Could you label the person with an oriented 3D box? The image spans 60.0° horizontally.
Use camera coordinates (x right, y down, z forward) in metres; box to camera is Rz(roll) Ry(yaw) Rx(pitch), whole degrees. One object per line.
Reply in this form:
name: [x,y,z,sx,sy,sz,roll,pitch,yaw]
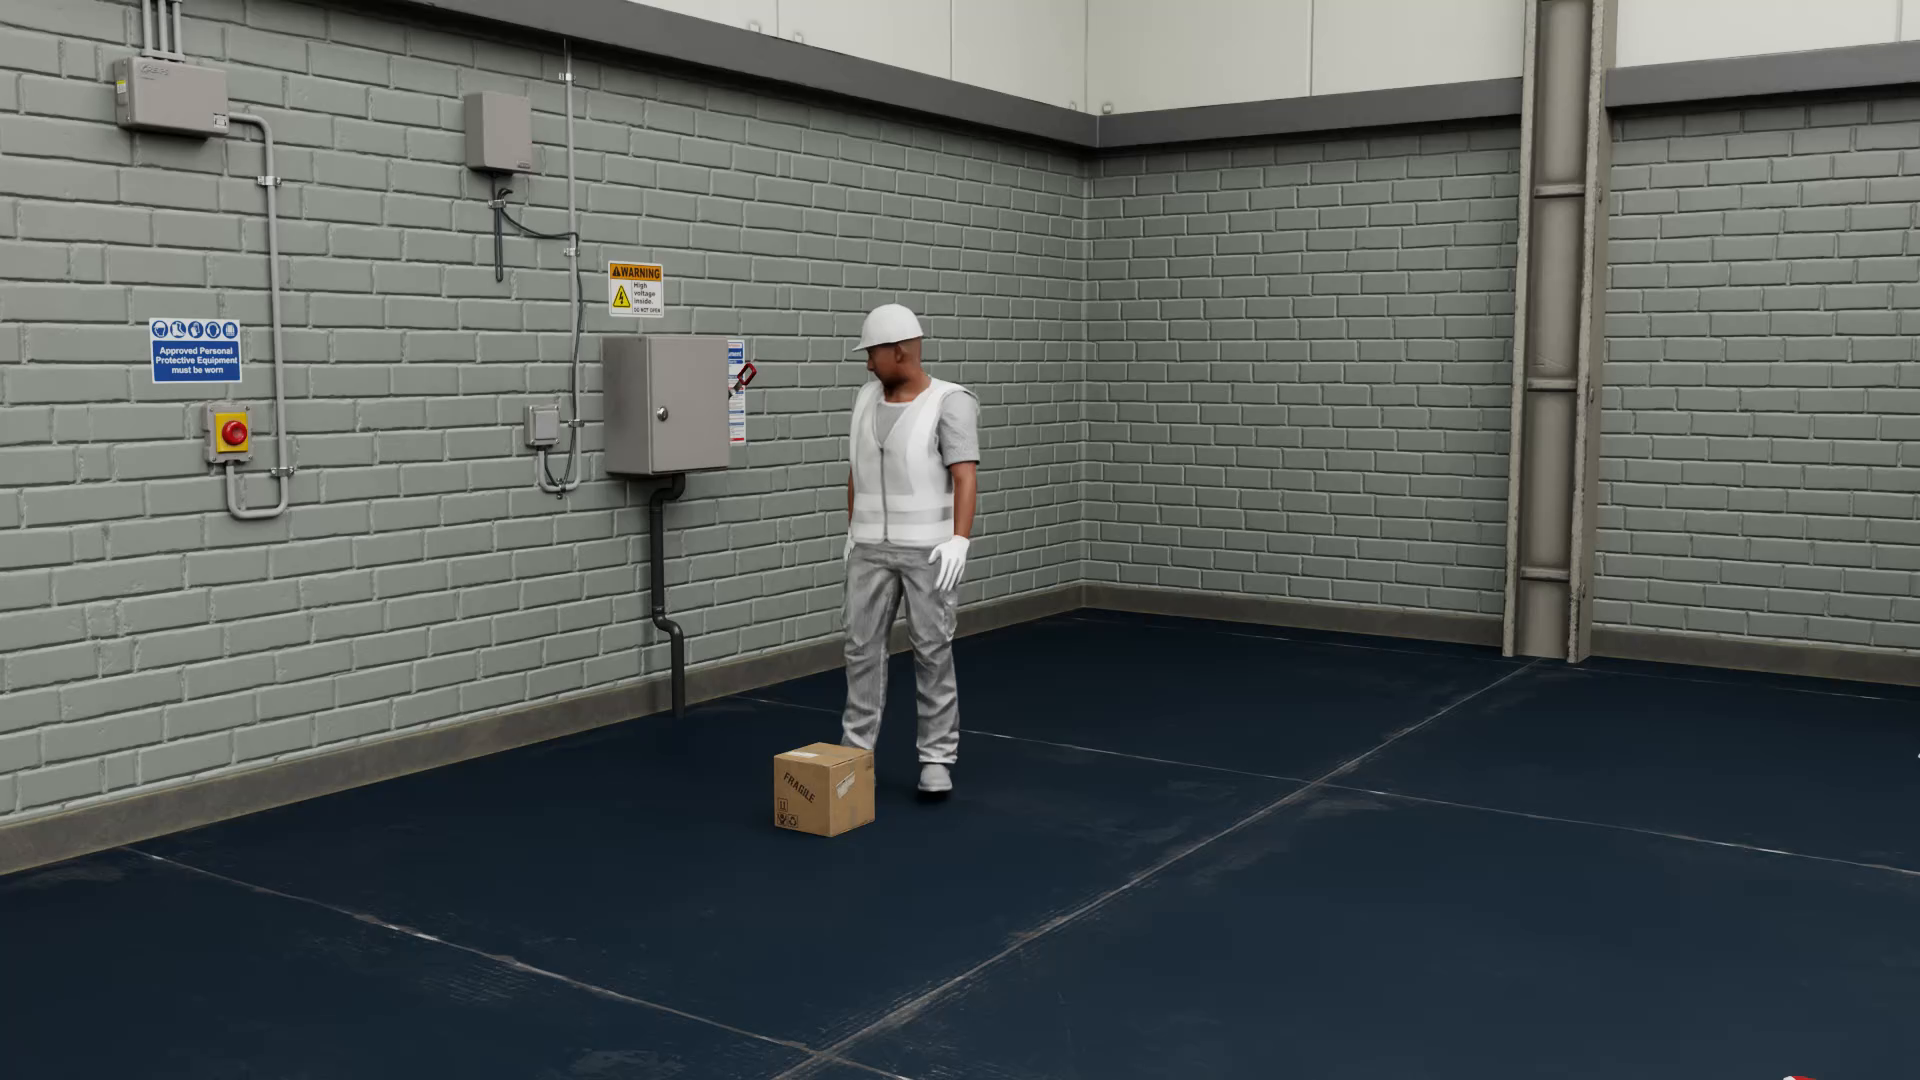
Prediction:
person: [-0.212,0.063,6.006,0.624,1.818,0.555,3,7,26]
